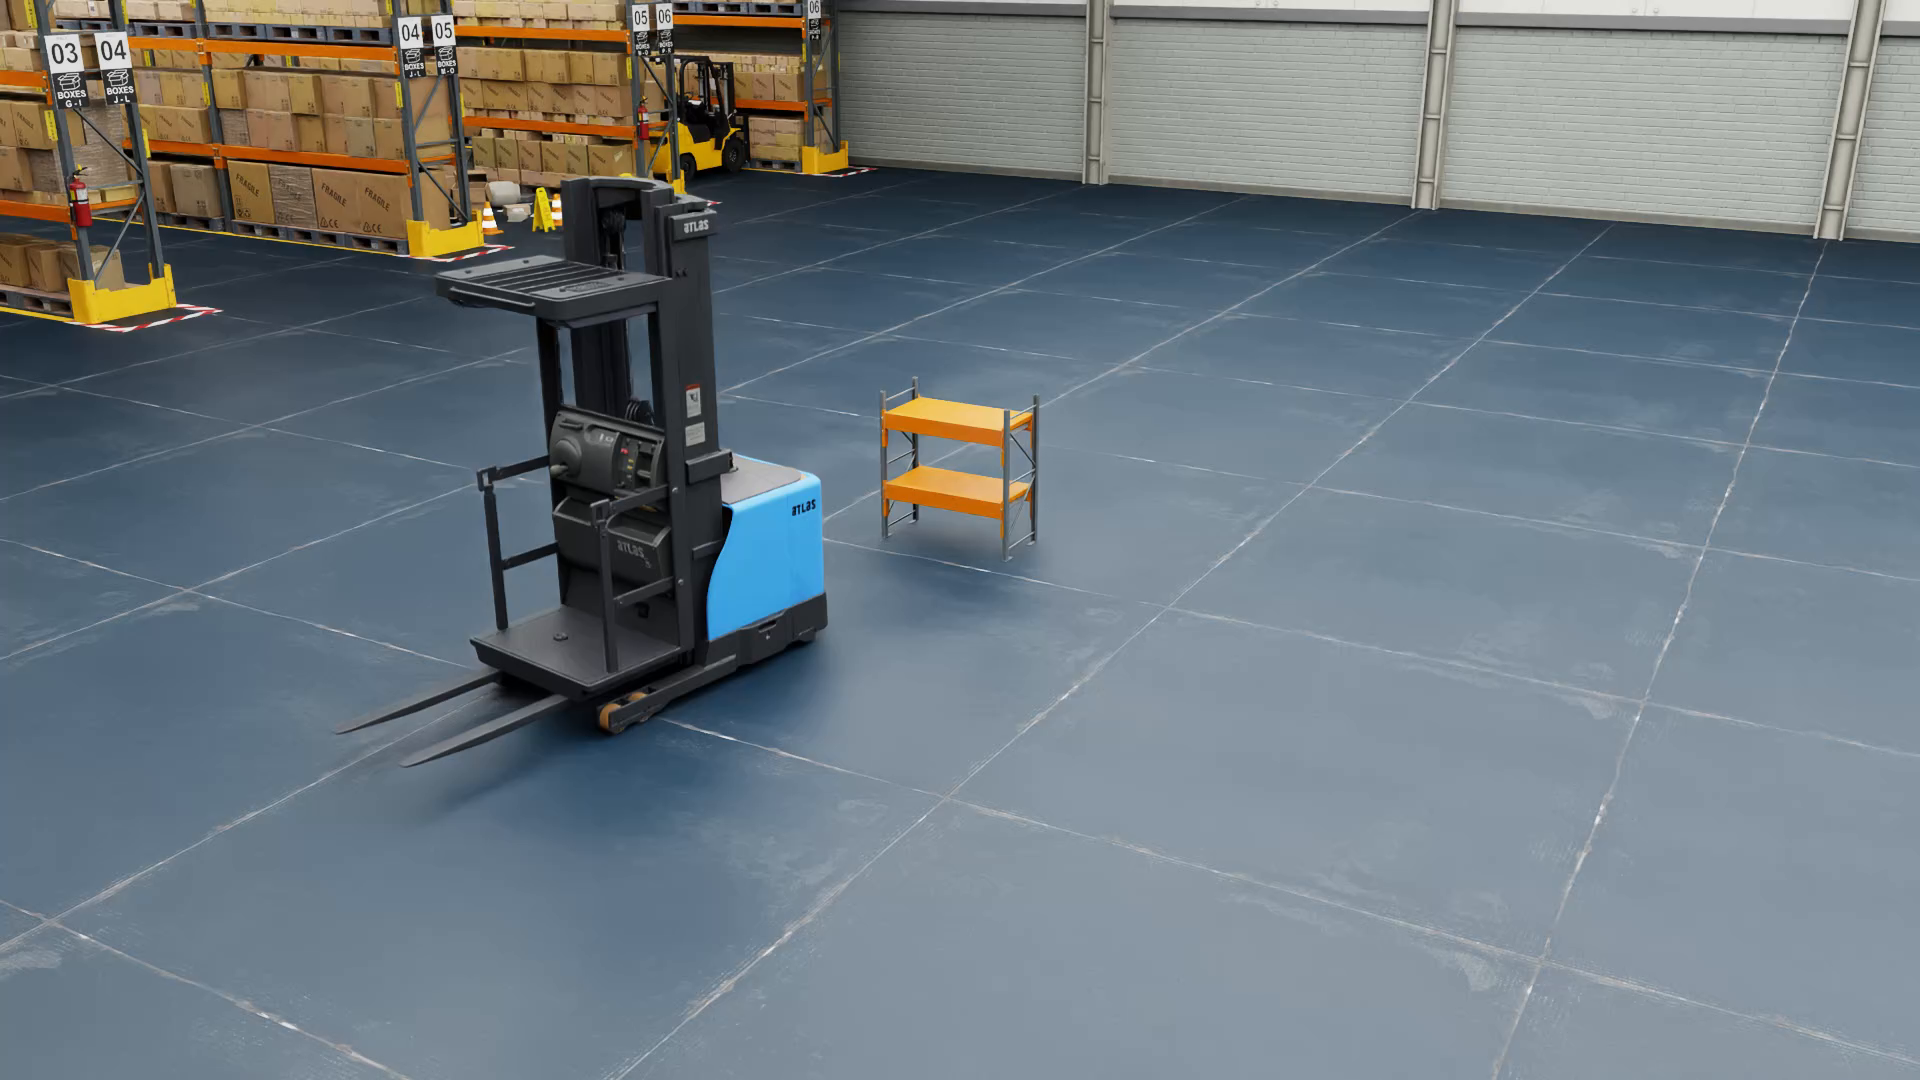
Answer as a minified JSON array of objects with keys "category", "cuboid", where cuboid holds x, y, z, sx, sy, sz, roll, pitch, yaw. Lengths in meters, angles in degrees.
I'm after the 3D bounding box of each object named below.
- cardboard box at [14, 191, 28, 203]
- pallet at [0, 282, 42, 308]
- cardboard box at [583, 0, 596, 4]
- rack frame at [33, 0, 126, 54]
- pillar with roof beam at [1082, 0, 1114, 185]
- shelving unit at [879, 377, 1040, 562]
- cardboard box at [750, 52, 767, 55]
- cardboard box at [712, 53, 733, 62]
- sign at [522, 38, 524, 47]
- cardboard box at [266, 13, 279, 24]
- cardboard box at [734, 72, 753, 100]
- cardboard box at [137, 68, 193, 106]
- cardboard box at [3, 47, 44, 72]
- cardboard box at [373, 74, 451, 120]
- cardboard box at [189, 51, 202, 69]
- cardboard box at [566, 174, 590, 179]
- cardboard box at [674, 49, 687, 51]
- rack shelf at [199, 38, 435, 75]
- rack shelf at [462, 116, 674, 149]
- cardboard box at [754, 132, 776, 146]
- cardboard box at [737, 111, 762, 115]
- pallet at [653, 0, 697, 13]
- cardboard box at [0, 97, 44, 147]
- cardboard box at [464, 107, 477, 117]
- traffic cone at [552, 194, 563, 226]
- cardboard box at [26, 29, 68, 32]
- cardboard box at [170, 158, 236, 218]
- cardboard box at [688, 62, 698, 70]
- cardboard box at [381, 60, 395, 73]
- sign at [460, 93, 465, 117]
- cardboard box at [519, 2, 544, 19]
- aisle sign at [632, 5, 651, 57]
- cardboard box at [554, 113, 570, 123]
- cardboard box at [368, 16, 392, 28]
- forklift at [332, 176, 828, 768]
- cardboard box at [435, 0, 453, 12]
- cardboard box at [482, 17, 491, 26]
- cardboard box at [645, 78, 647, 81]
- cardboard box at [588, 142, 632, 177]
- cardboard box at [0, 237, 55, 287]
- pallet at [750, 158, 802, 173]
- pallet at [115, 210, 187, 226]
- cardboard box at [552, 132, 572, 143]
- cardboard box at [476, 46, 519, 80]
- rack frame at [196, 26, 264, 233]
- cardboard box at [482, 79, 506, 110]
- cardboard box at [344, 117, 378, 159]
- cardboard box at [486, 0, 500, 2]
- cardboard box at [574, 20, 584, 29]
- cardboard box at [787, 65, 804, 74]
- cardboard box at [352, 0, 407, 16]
[{"category":"cardboard box","cuboid":[-10.875,-4.077,19.573,0.250,0.149,0.380,11,23,27]},{"category":"pallet","cuboid":[-11.673,-3.145,20.726,1.213,0.211,1.003,11,23,27]},{"category":"cardboard box","cuboid":[-5.898,-8.771,26.947,0.250,0.149,0.380,11,22,27]},{"category":"rack frame","cuboid":[-9.854,-6.915,18.231,0.127,3.000,1.000,11,23,27]},{"category":"pillar with roof beam","cuboid":[0.367,-9.448,25.214,0.400,9.000,9.100,11,23,27]},{"category":"shelving unit","cuboid":[-0.006,-0.530,12.176,1.048,1.125,0.538,11,23,27]},{"category":"cardboard box","cuboid":[-3.874,-9.382,32.298,0.250,0.149,0.380,10,22,26]},{"category":"cardboard box","cuboid":[-4.572,-9.312,32.103,0.250,0.149,0.380,11,23,28]},{"category":"sign","cuboid":[-9.320,-10.564,35.390,0.005,0.325,0.100,11,23,27]},{"category":"cardboard box","cuboid":[-9.574,-7.383,23.527,0.250,0.149,0.380,11,23,27]},{"category":"cardboard box","cuboid":[-4.057,-8.748,31.936,0.500,0.500,0.500,10,22,26]},{"category":"cardboard box","cuboid":[-12.166,-6.986,25.613,0.500,0.500,0.700,11,23,28]},{"category":"cardboard box","cuboid":[-10.398,-5.439,18.781,0.500,0.250,0.500,11,23,29]},{"category":"cardboard box","cuboid":[-7.652,-6.206,23.270,0.550,0.550,0.875,11,23,27]},{"category":"cardboard box","cuboid":[-14.359,-9.238,31.821,0.500,0.500,0.500,10,22,26]},{"category":"cardboard box","cuboid":[-6.306,-6.092,28.178,0.500,0.250,0.500,11,23,27]},{"category":"cardboard box","cuboid":[-5.669,-9.717,33.219,0.250,0.149,0.380,11,23,27]},{"category":"rack shelf","cuboid":[-9.092,-6.959,23.806,4.000,0.370,1.077,11,23,27]},{"category":"rack shelf","cuboid":[-6.767,-7.039,28.427,4.000,0.370,1.077,11,23,27]},{"category":"cardboard box","cuboid":[-3.613,-7.737,31.980,0.500,0.250,0.500,11,22,27]},{"category":"cardboard box","cuboid":[-4.244,-8.290,32.770,0.500,0.250,0.500,10,22,26]},{"category":"pallet","cuboid":[-5.338,-10.423,32.430,1.213,0.211,1.003,11,23,27]},{"category":"cardboard box","cuboid":[-10.894,-4.851,19.290,0.500,0.500,0.500,11,23,27]},{"category":"cardboard box","cuboid":[-8.394,-7.444,28.856,0.250,0.149,0.380,11,23,27]},{"category":"traffic cone","cuboid":[-6.270,-5.153,25.891,0.334,0.463,0.336,11,23,27]},{"category":"cardboard box","cuboid":[-10.644,-5.880,19.412,0.250,0.149,0.380,12,23,29]},{"category":"cardboard box","cuboid":[-11.424,-5.436,25.635,0.750,0.750,1.050,11,23,27]},{"category":"cardboard box","cuboid":[-5.070,-9.224,32.297,0.250,0.149,0.380,11,22,27]},{"category":"cardboard box","cuboid":[-9.909,-8.272,29.573,0.500,0.500,0.500,12,23,29]},{"category":"sign","cuboid":[-7.071,-6.163,23.570,0.005,0.325,0.100,11,23,27]},{"category":"cardboard box","cuboid":[-6.935,-8.781,27.559,0.500,0.250,0.500,11,23,28]},{"category":"aisle sign","cuboid":[-5.108,-8.170,26.677,0.004,0.787,0.394,11,23,27]},{"category":"cardboard box","cuboid":[-6.602,-7.117,27.955,0.250,0.149,0.380,11,22,27]},{"category":"cardboard box","cuboid":[-7.802,-7.045,22.595,0.250,0.149,0.380,11,23,27]},{"category":"forklift","cuboid":[-2.160,-0.480,9.391,1.130,2.935,3.031,15,25,36]},{"category":"cardboard box","cuboid":[-9.093,-9.301,28.812,0.500,0.250,0.500,10,22,26]},{"category":"cardboard box","cuboid":[-7.889,-8.809,28.219,0.250,0.149,0.380,11,23,27]},{"category":"cardboard box","cuboid":[-6.396,-9.282,33.774,0.500,0.250,0.500,11,23,28]},{"category":"cardboard box","cuboid":[-5.847,-6.358,27.810,0.500,0.500,0.500,11,23,28]},{"category":"cardboard box","cuboid":[-11.466,-3.425,20.457,0.500,0.500,0.500,13,24,32]},{"category":"pallet","cuboid":[-3.291,-7.327,32.254,1.213,0.211,1.003,11,23,27]},{"category":"pallet","cuboid":[-12.618,-5.217,26.438,1.213,0.211,1.003,11,23,27]},{"category":"cardboard box","cuboid":[-6.648,-6.791,28.052,0.250,0.149,0.380,12,23,30]},{"category":"cardboard box","cuboid":[-7.799,-8.138,28.351,0.500,0.500,0.700,11,23,28]},{"category":"rack frame","cuboid":[-10.839,-6.219,25.112,0.127,3.000,1.000,11,23,27]},{"category":"cardboard box","cuboid":[-7.815,-7.664,28.512,0.500,0.500,0.500,11,23,27]},{"category":"cardboard box","cuboid":[-8.183,-5.758,23.620,0.550,0.550,0.875,11,23,27]},{"category":"cardboard box","cuboid":[-7.713,-9.094,27.838,0.250,0.149,0.380,11,22,27]},{"category":"cardboard box","cuboid":[-6.106,-8.461,27.260,0.250,0.149,0.380,11,23,28]},{"category":"cardboard box","cuboid":[-3.042,-8.849,31.264,0.250,0.149,0.380,11,23,28]},{"category":"cardboard box","cuboid":[-7.910,-7.276,22.648,0.500,0.250,0.500,11,23,28]}]
